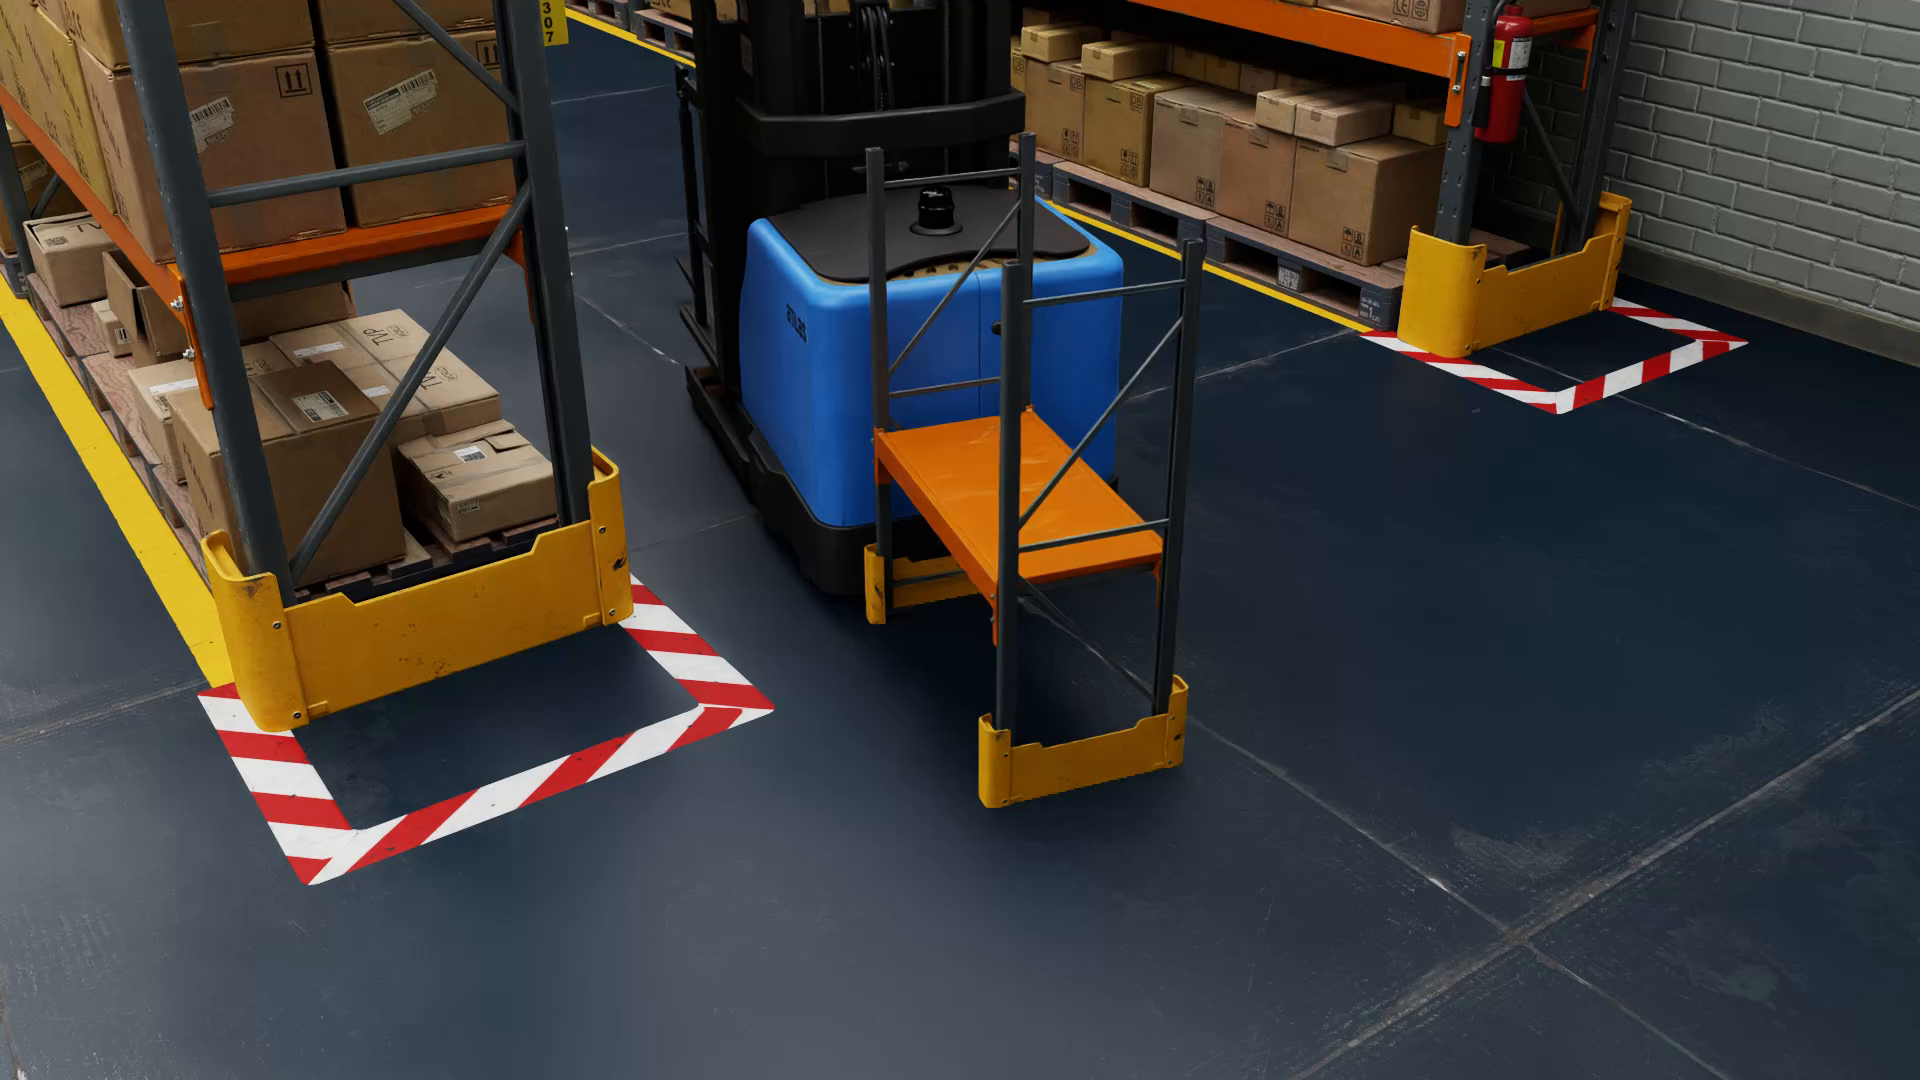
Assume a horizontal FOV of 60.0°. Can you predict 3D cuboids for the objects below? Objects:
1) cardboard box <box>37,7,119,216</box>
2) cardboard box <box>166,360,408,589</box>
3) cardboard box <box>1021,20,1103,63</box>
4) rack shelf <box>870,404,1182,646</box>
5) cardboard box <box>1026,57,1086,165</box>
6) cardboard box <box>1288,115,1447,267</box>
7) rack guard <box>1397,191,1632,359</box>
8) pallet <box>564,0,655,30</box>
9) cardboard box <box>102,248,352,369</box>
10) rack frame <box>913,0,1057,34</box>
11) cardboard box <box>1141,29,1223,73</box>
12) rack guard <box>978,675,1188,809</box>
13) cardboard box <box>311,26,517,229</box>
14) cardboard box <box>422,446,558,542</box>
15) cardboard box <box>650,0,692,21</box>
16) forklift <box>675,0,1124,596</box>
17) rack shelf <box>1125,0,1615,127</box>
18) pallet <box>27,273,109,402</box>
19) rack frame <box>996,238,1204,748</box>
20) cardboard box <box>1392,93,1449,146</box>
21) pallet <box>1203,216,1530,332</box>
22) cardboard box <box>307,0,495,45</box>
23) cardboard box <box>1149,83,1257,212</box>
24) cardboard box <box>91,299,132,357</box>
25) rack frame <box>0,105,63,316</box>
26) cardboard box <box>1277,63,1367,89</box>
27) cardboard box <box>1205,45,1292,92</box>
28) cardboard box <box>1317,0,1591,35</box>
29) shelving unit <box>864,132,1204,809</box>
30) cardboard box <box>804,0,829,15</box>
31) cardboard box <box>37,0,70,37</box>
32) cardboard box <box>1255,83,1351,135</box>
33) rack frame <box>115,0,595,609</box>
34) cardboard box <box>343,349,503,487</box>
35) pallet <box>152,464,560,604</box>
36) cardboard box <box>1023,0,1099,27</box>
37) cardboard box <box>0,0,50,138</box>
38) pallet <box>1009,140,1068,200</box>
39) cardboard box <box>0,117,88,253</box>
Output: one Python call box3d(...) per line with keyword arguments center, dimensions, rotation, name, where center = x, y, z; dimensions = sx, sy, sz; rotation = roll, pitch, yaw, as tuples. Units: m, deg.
box3d(center=(-2.336, -1.299, 4.894), dimensions=(0.500, 0.500, 0.500), rotation=(-18, 34, -30), name="cardboard box")
box3d(center=(-2.067, -0.194, 5.122), dimensions=(0.500, 0.500, 0.500), rotation=(-19, 34, -31), name="cardboard box")
box3d(center=(0.562, -2.752, 9.173), dimensions=(0.380, 0.149, 0.250), rotation=(-18, 33, -29), name="cardboard box")
box3d(center=(0.156, -0.075, 4.694), dimensions=(0.538, 0.185, 1.000), rotation=(-10, 30, -18), name="rack shelf")
box3d(center=(0.801, -2.454, 9.305), dimensions=(0.700, 0.500, 0.500), rotation=(-19, 34, -31), name="cardboard box")
box3d(center=(1.994, -1.659, 7.840), dimensions=(0.700, 0.500, 0.500), rotation=(-19, 34, -31), name="cardboard box")
box3d(center=(2.496, -1.220, 7.473), dimensions=(1.175, 0.500, 0.348), rotation=(-19, 34, -31), name="rack guard")
box3d(center=(-2.611, -4.517, 13.846), dimensions=(1.003, 0.211, 1.213), rotation=(-19, 34, -31), name="pallet")
box3d(center=(-2.777, -0.878, 6.378), dimensions=(0.797, 0.503, 0.637), rotation=(-19, 34, -31), name="cardboard box")
box3d(center=(0.162, -3.883, 9.757), dimensions=(1.000, 3.000, 0.127), rotation=(-19, 34, -31), name="rack frame")
box3d(center=(1.196, -2.642, 8.971), dimensions=(0.380, 0.149, 0.250), rotation=(-18, 33, -30), name="cardboard box")
box3d(center=(0.333, 0.543, 4.489), dimensions=(0.587, 0.250, 0.087), rotation=(-10, 30, -18), name="rack guard")
box3d(center=(-1.594, -1.245, 4.794), dimensions=(0.500, 0.500, 0.500), rotation=(-18, 33, -30), name="cardboard box")
box3d(center=(-1.514, -0.154, 5.417), dimensions=(0.380, 0.149, 0.250), rotation=(-19, 34, -31), name="cardboard box")
box3d(center=(-1.839, -4.356, 12.440), dimensions=(0.750, 0.750, 0.750), rotation=(-19, 34, -31), name="cardboard box")
box3d(center=(-0.466, -1.798, 5.989), dimensions=(1.130, 2.935, 3.031), rotation=(-10, 30, -18), name="forklift")
box3d(center=(1.322, -2.790, 8.497), dimensions=(1.077, 0.370, 4.000), rotation=(-19, 34, -31), name="rack shelf")
box3d(center=(-3.474, -1.018, 7.403), dimensions=(1.003, 0.211, 1.213), rotation=(-19, 34, -31), name="pallet")
box3d(center=(0.334, -0.006, 4.189), dimensions=(0.500, 1.500, 0.032), rotation=(-10, 30, -18), name="rack frame")
box3d(center=(2.230, -1.951, 7.698), dimensions=(0.380, 0.149, 0.250), rotation=(-19, 34, -30), name="cardboard box")
box3d(center=(1.954, -1.392, 8.092), dimensions=(1.003, 0.211, 1.213), rotation=(-19, 34, -31), name="pallet")
box3d(center=(-1.594, -1.684, 4.556), dimensions=(0.500, 0.500, 0.500), rotation=(-18, 33, -29), name="cardboard box")
box3d(center=(1.412, -2.049, 8.558), dimensions=(0.700, 0.500, 0.500), rotation=(-20, 34, -32), name="cardboard box")
box3d(center=(-3.294, -0.902, 6.776), dimensions=(0.380, 0.166, 0.250), rotation=(-19, 34, -31), name="cardboard box")
box3d(center=(-3.871, -2.511, 7.230), dimensions=(1.000, 3.000, 0.127), rotation=(-19, 34, -31), name="rack frame")
box3d(center=(1.790, -2.245, 8.240), dimensions=(0.380, 0.149, 0.250), rotation=(-18, 34, -30), name="cardboard box")
box3d(center=(1.493, -2.443, 8.605), dimensions=(0.380, 0.149, 0.250), rotation=(-18, 33, -30), name="cardboard box")
box3d(center=(2.178, -2.656, 7.182), dimensions=(0.980, 0.700, 0.700), rotation=(-17, 33, -28), name="cardboard box")
box3d(center=(0.159, -0.229, 4.600), dimensions=(0.587, 1.500, 1.083), rotation=(-10, 30, -18), name="shelving unit")
box3d(center=(-0.839, -3.685, 11.204), dimensions=(0.750, 0.750, 0.750), rotation=(-18, 33, -29), name="cardboard box")
box3d(center=(-2.327, -1.732, 4.643), dimensions=(0.500, 0.500, 0.500), rotation=(-18, 33, -29), name="cardboard box")
box3d(center=(1.623, -2.042, 7.867), dimensions=(0.380, 0.149, 0.250), rotation=(-18, 33, -29), name="cardboard box")
box3d(center=(-1.551, -0.955, 4.366), dimensions=(1.000, 3.000, 0.127), rotation=(-19, 34, -31), name="rack frame")
box3d(center=(-1.926, -0.425, 5.809), dimensions=(0.500, 0.250, 0.500), rotation=(-19, 34, -31), name="cardboard box")
box3d(center=(-2.058, -0.069, 5.656), dimensions=(1.003, 0.211, 1.213), rotation=(-19, 34, -31), name="pallet")
box3d(center=(0.590, -3.047, 9.716), dimensions=(0.380, 0.149, 0.250), rotation=(-19, 34, -31), name="cardboard box")
box3d(center=(-2.914, -1.690, 5.615), dimensions=(0.500, 0.500, 0.500), rotation=(-19, 34, -31), name="cardboard box")
box3d(center=(0.539, -2.341, 9.839), dimensions=(1.003, 0.211, 1.213), rotation=(-19, 34, -31), name="pallet")
box3d(center=(-4.391, -1.718, 7.928), dimensions=(0.500, 0.500, 0.500), rotation=(-19, 34, -31), name="cardboard box")
